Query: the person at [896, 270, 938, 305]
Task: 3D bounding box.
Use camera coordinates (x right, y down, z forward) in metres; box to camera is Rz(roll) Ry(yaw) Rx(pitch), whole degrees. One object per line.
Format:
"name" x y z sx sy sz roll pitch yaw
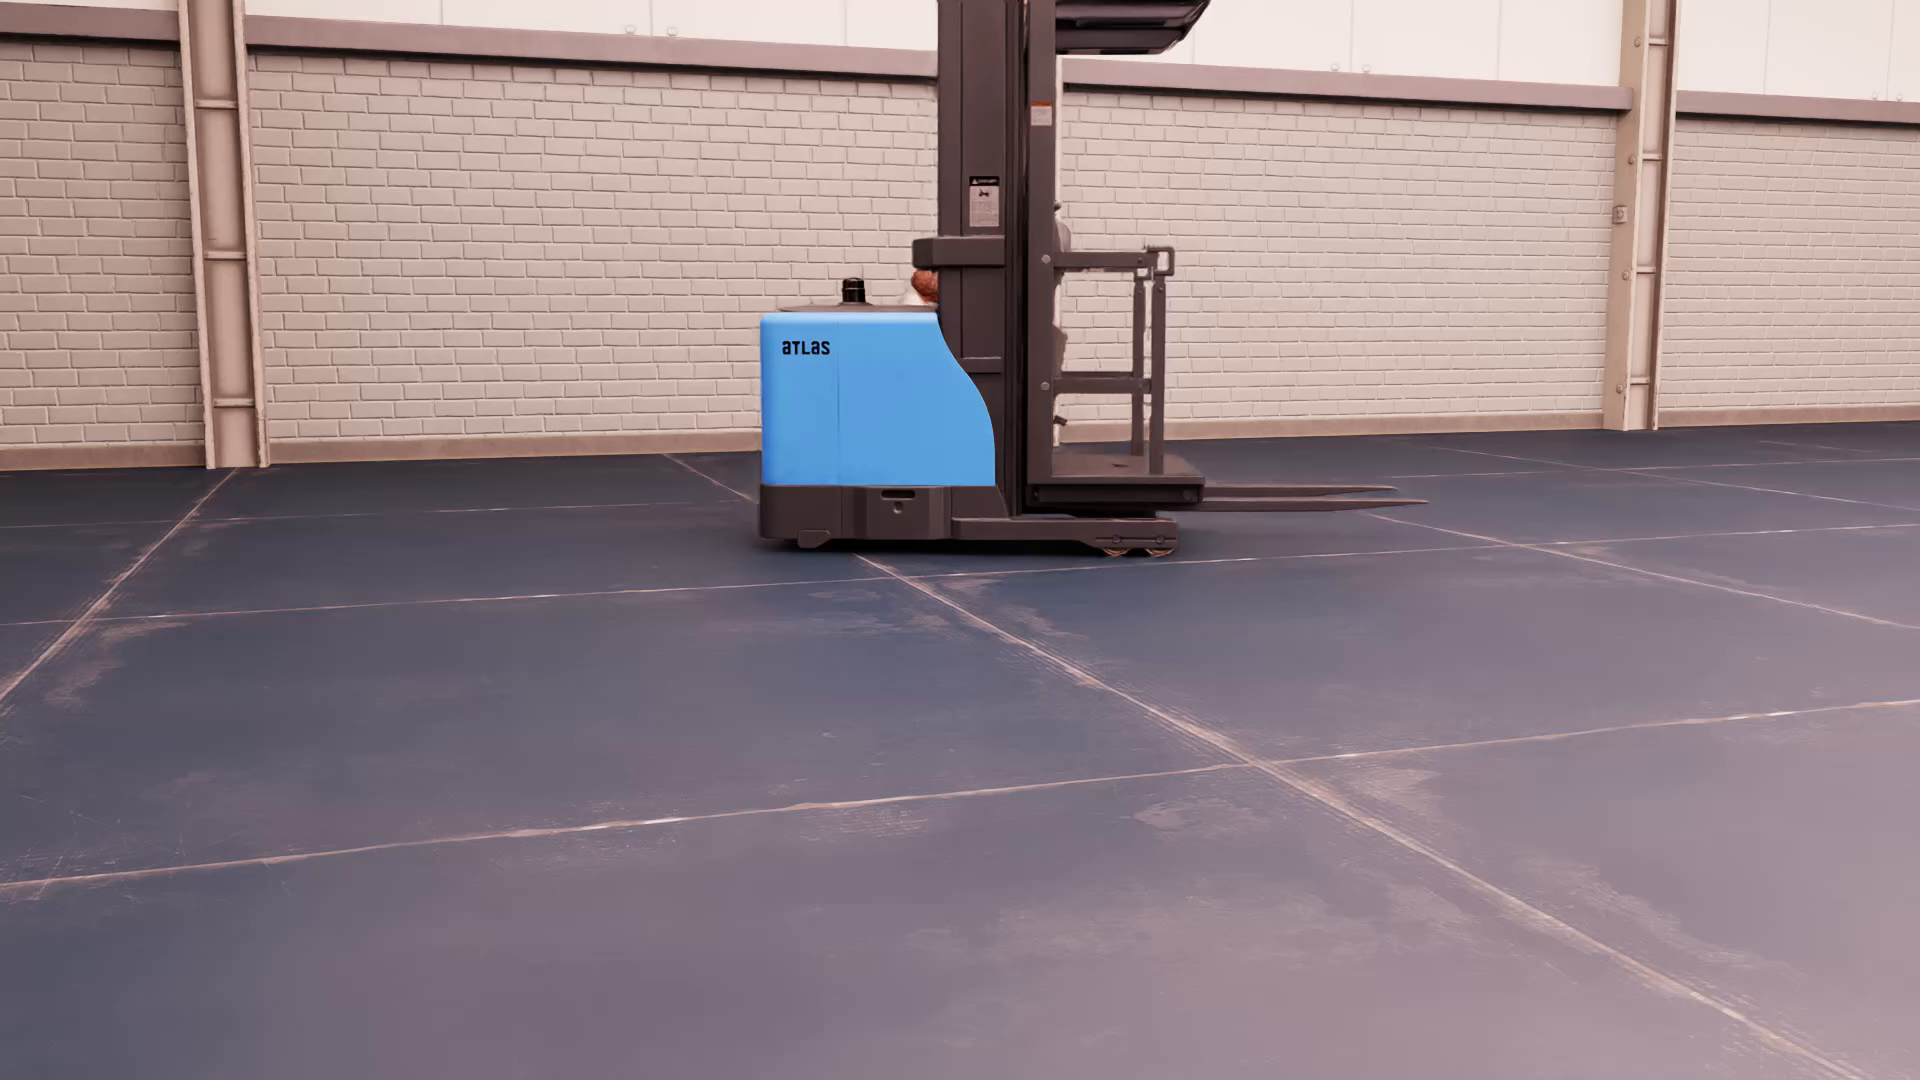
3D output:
"person" -0.129 -0.901 9.415 0.843 1.335 1.005 -1 8 -6

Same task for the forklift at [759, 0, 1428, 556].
"forklift" 0.616 -1.453 7.729 3.031 2.935 1.130 0 8 1
